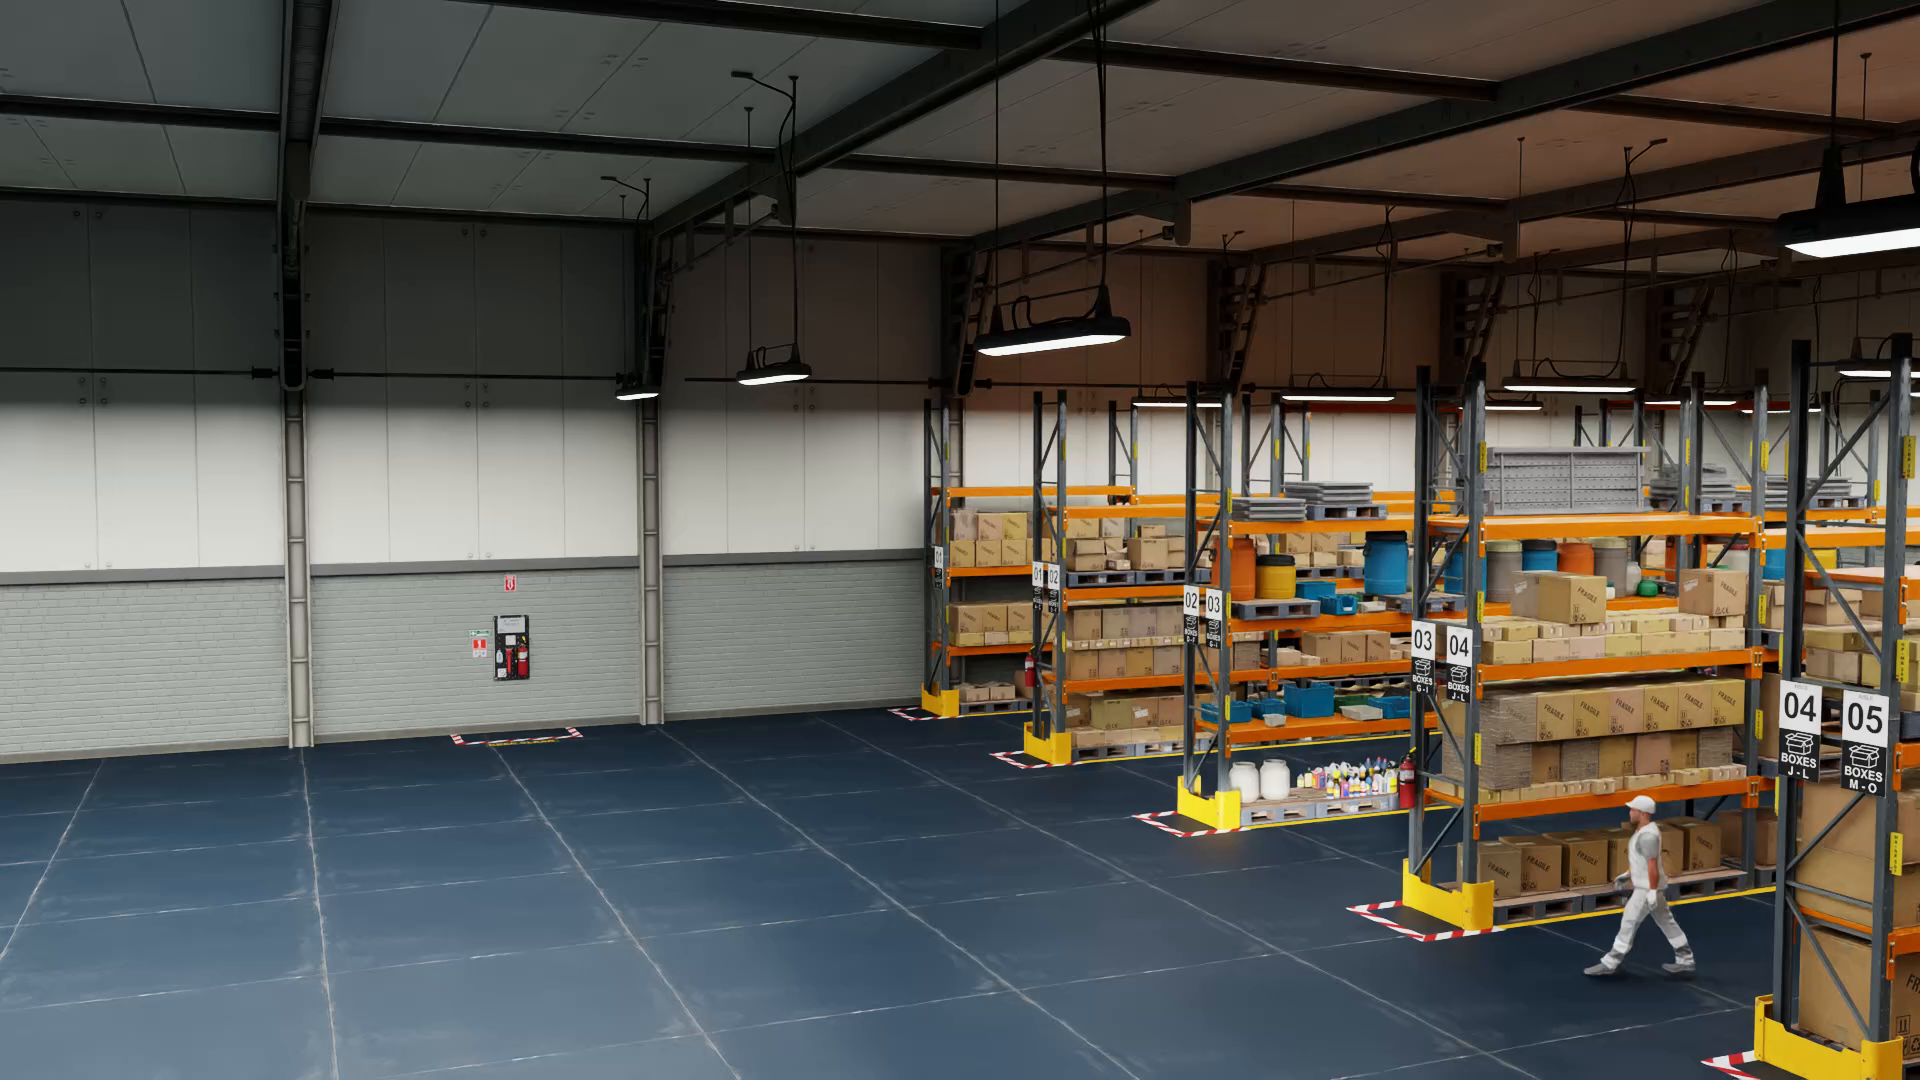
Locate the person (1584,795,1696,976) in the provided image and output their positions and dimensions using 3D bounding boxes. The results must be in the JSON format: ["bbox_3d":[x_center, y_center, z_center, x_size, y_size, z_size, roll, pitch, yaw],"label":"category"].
[{"bbox_3d":[6.567,3.324,16.045,1.048,1.732,0.629,1,3,12],"label":"person"}]
